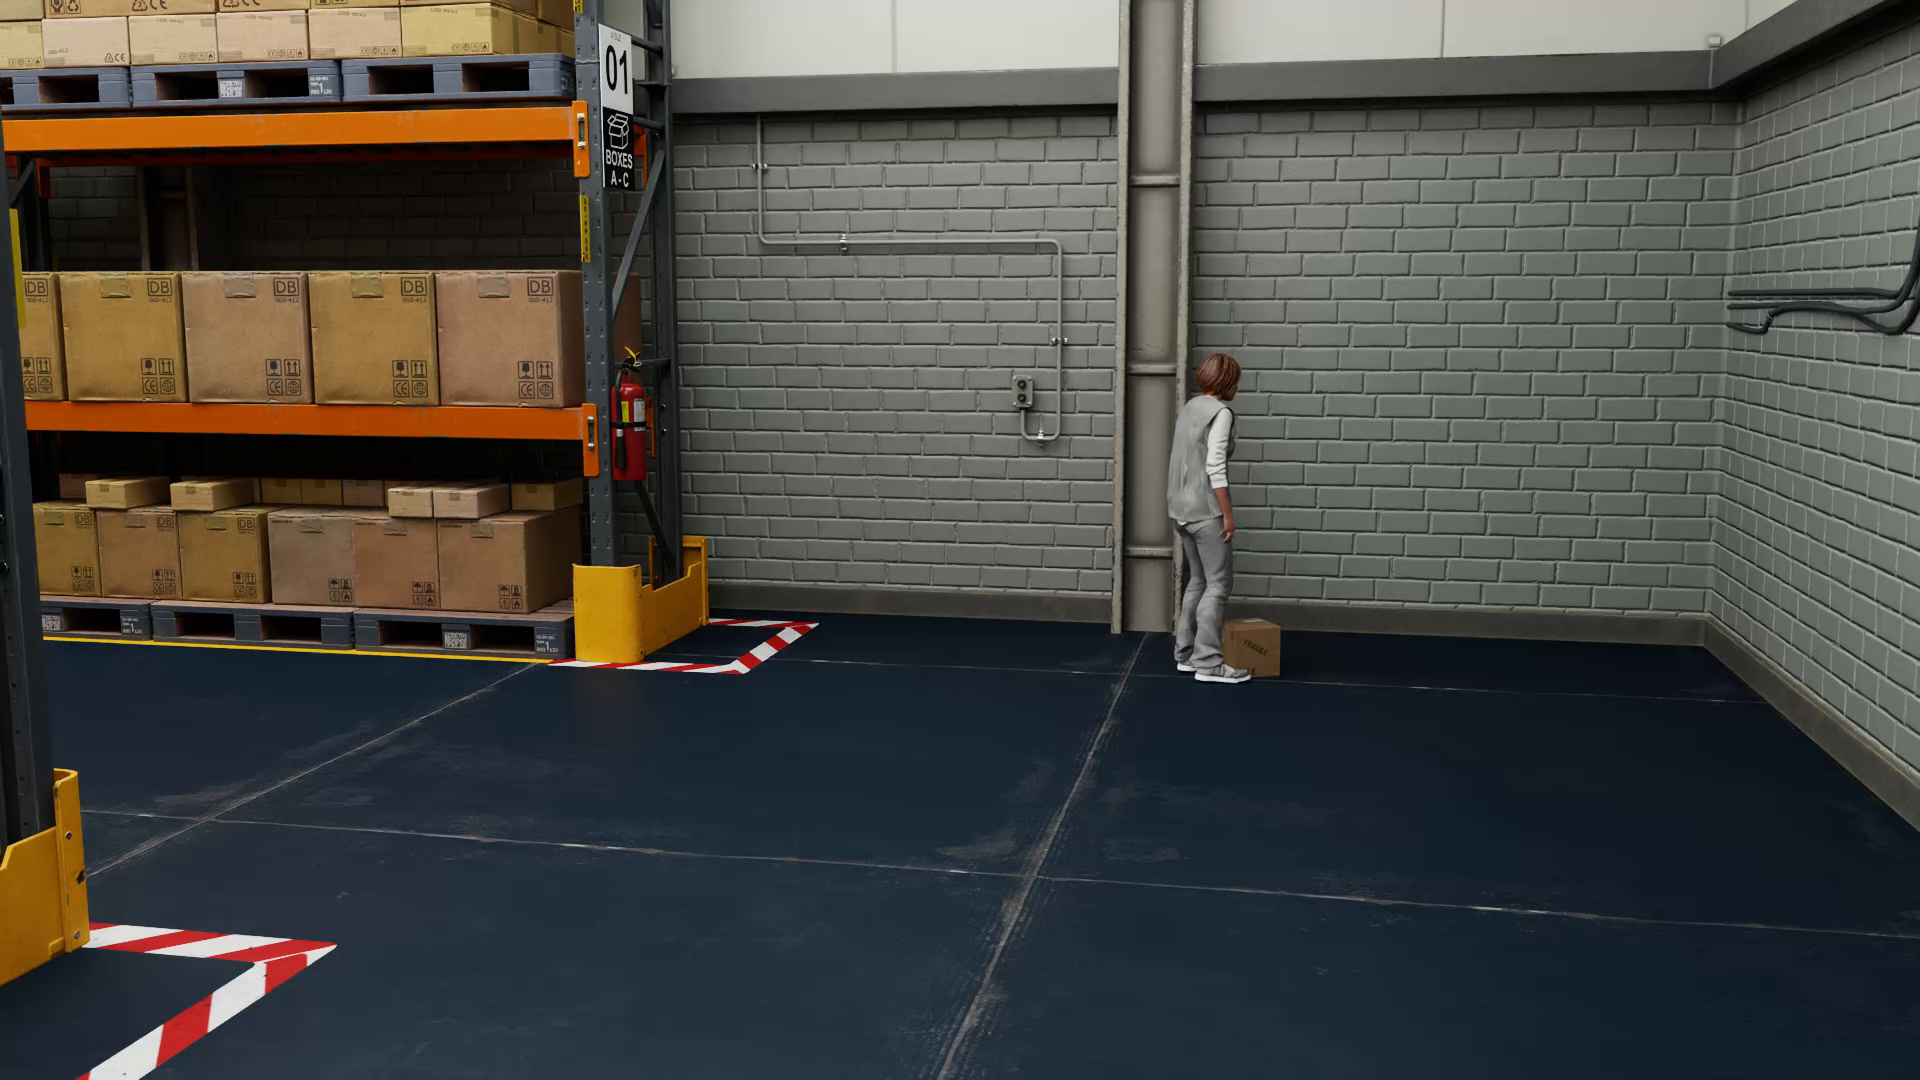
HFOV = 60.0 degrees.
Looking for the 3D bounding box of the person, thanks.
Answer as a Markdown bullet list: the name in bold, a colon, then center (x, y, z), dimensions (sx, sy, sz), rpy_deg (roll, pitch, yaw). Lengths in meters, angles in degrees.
- **person**: center (1.208, -0.113, 8.160), dimensions (0.347, 1.590, 0.473), rpy_deg (-3, 9, -17)
